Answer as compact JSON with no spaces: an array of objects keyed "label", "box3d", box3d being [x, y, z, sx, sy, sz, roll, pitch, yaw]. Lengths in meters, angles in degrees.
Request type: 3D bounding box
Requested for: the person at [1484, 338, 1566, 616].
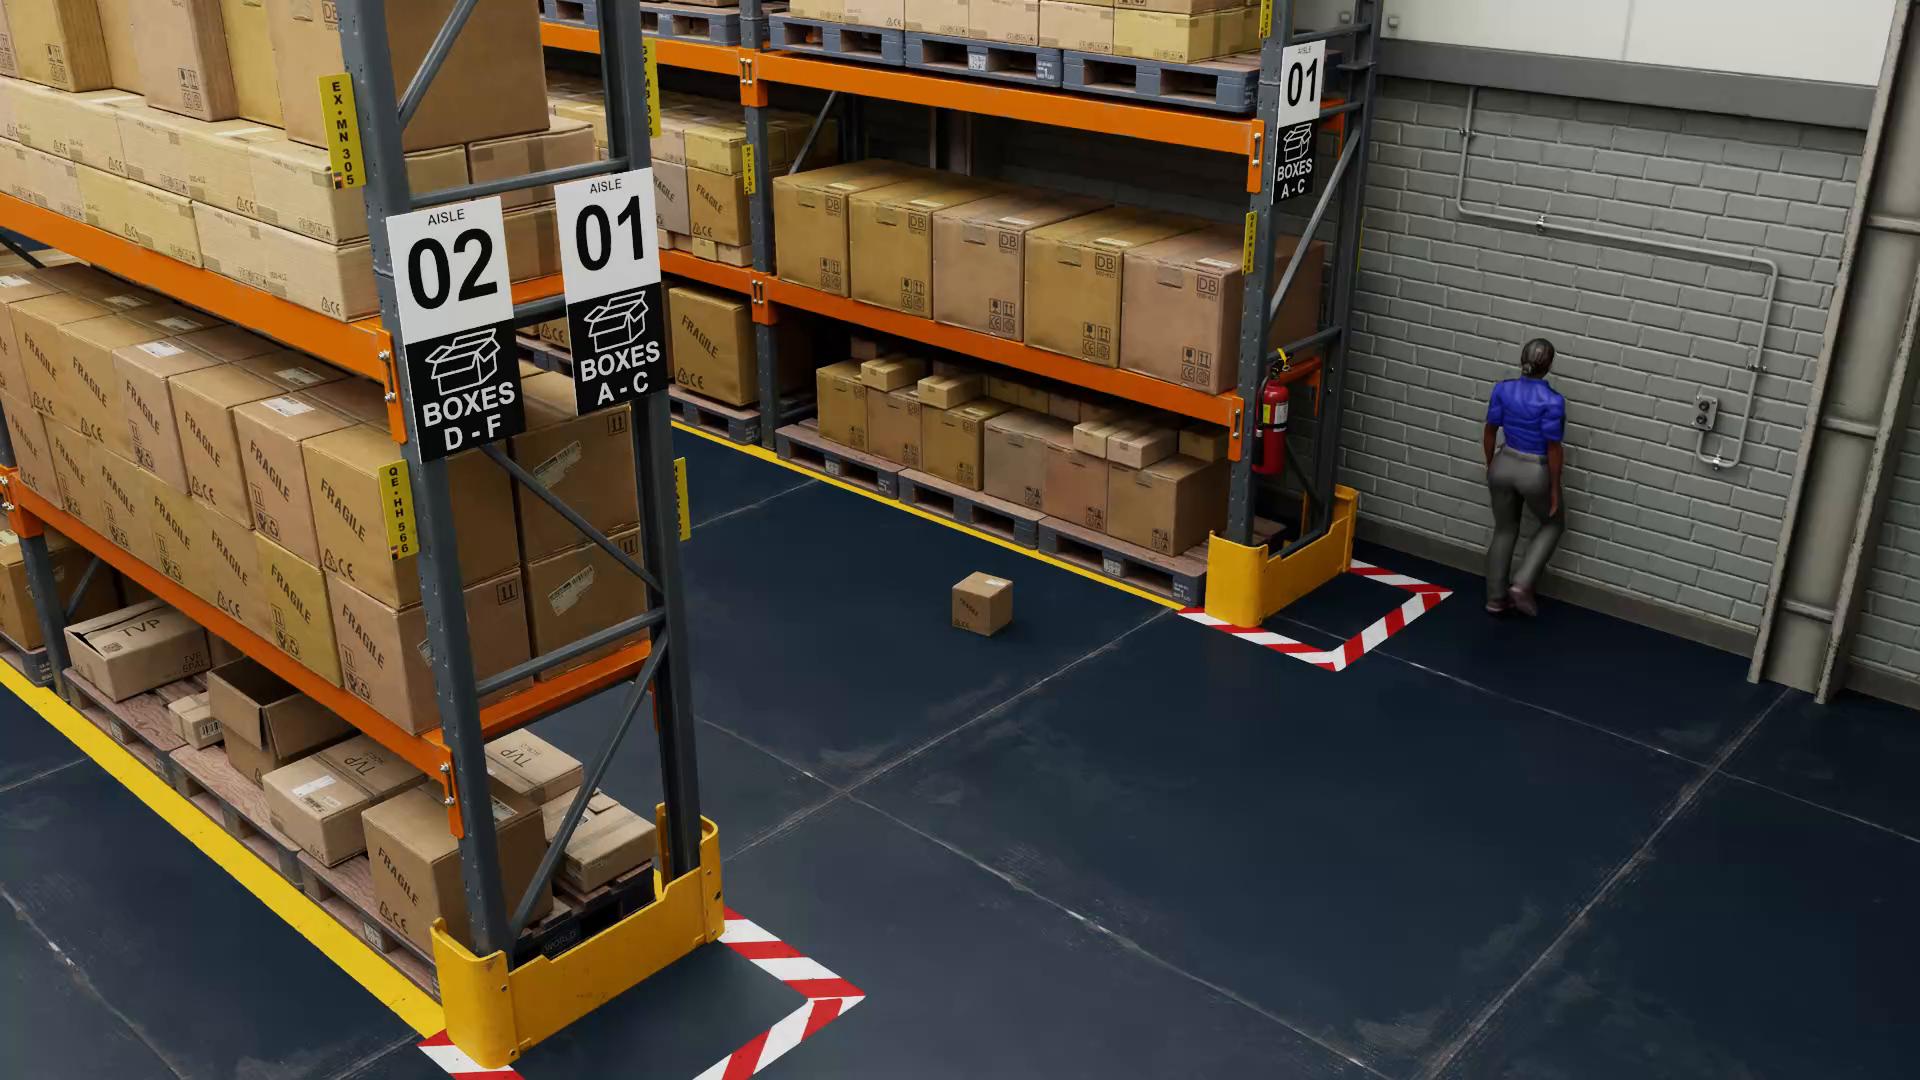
[{"label":"person","box3d":[3.195,-0.358,9.393,0.495,1.668,0.445,20,31,38]}]
